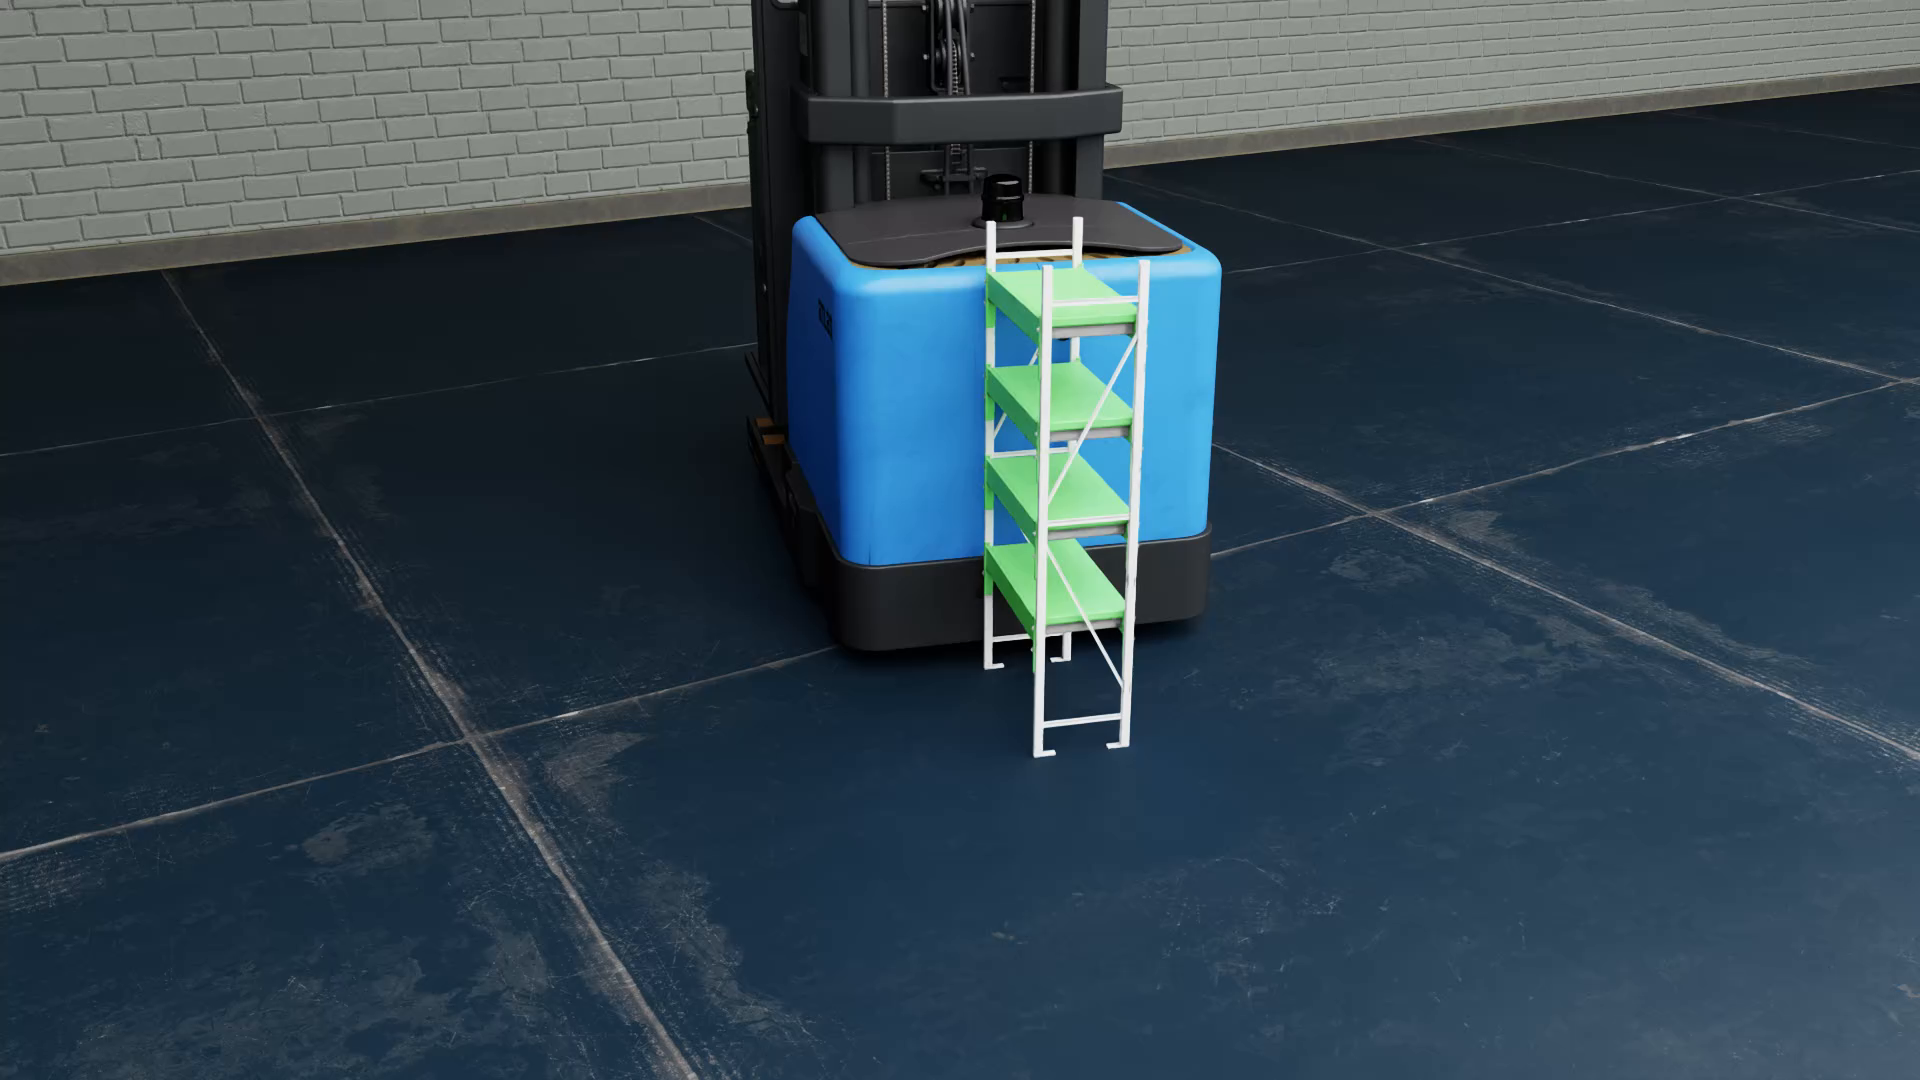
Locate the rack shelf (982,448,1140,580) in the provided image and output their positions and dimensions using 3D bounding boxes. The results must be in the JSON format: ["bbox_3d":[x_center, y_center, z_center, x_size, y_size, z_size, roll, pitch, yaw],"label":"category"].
[{"bbox_3d":[0.238,-0.073,4.067,0.258,0.148,0.480,-5,23,-12],"label":"rack shelf"}]

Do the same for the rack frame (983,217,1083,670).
[{"bbox_3d":[0.181,-0.221,4.263,0.240,1.200,0.015,-5,23,-12],"label":"rack frame"}]

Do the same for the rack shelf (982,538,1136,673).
[{"bbox_3d":[0.238,0.150,4.157,0.258,0.148,0.480,-5,23,-12],"label":"rack shelf"}]

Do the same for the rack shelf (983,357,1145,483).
[{"bbox_3d":[0.238,-0.295,3.976,0.258,0.148,0.480,-5,23,-12],"label":"rack shelf"}]

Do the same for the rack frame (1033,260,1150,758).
[{"bbox_3d":[0.295,-0.043,3.823,0.240,1.200,0.015,-5,23,-12],"label":"rack frame"}]

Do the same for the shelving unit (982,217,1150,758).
[{"bbox_3d":[0.238,-0.132,4.043,0.258,1.200,0.503,-5,23,-12],"label":"shelving unit"}]

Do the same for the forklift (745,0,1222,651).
[{"bbox_3d":[-0.147,-1.589,5.328,1.130,2.935,3.031,-5,23,-12],"label":"forklift"}]

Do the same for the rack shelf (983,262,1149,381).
[{"bbox_3d":[0.238,-0.517,3.886,0.258,0.148,0.480,-5,23,-12],"label":"rack shelf"}]
